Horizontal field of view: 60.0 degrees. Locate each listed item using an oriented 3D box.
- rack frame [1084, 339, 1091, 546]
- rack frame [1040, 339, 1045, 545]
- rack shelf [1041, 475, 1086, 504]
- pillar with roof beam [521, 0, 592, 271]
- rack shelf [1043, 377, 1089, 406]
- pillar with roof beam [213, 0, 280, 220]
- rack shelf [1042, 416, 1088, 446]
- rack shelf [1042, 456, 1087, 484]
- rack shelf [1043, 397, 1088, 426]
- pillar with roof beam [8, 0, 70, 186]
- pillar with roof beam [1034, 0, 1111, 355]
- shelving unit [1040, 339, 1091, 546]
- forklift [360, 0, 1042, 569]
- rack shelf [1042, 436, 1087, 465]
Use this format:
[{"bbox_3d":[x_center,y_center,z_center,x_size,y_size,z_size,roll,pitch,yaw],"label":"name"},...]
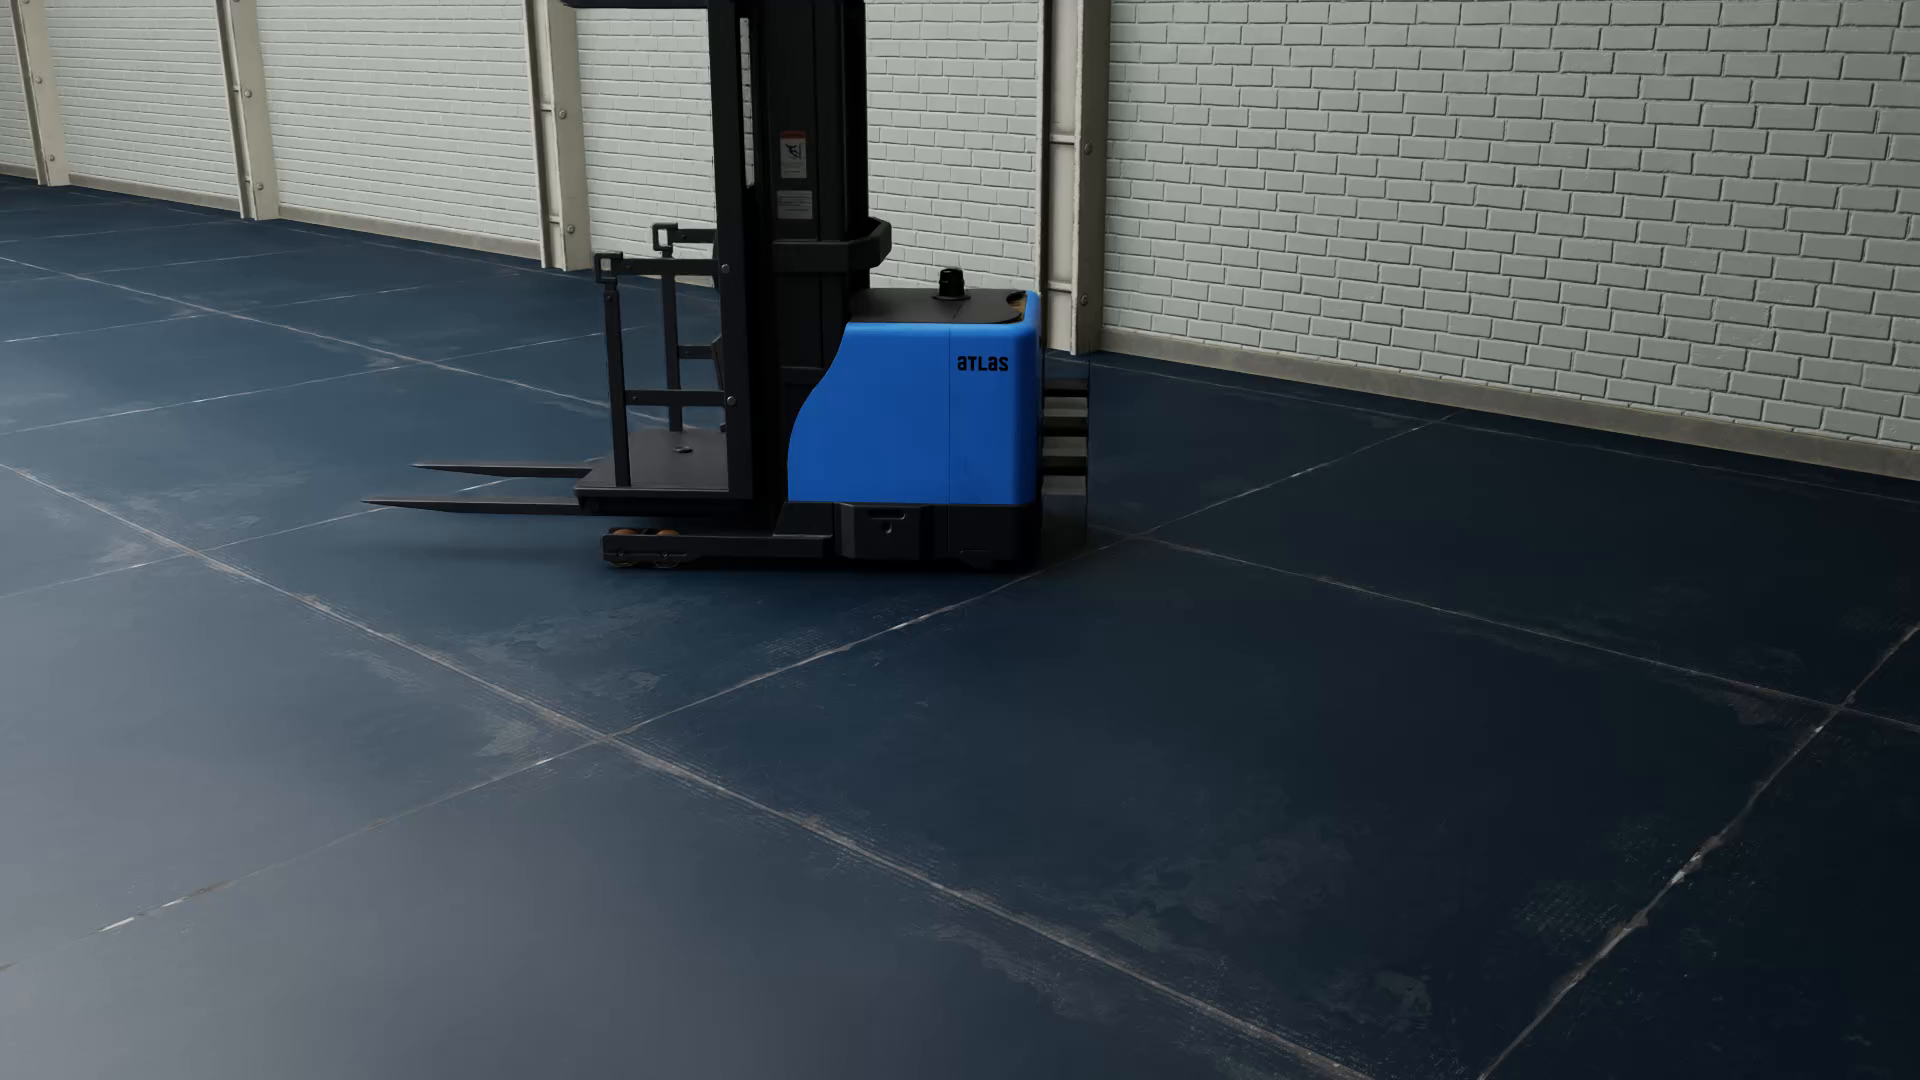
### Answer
[{"bbox_3d":[0.576,-0.439,7.508,0.006,0.900,0.240,1,18,4],"label":"rack frame"},{"bbox_3d":[0.373,-0.443,7.521,0.006,0.900,0.240,1,18,4],"label":"rack frame"},{"bbox_3d":[0.474,-0.238,7.579,0.200,0.077,0.258,1,18,4],"label":"rack shelf"},{"bbox_3d":[-6.574,-5.894,11.307,0.400,9.000,9.100,15,23,39],"label":"pillar with roof beam"},{"bbox_3d":[0.474,-0.667,7.443,0.200,0.077,0.258,1,18,4],"label":"rack shelf"},{"bbox_3d":[-11.061,-7.099,15.103,0.400,9.000,9.100,15,23,39],"label":"pillar with roof beam"},{"bbox_3d":[0.474,-0.495,7.497,0.200,0.077,0.258,1,18,4],"label":"rack shelf"},{"bbox_3d":[0.474,-0.324,7.552,0.200,0.077,0.258,1,18,4],"label":"rack shelf"},{"bbox_3d":[0.474,-0.581,7.470,0.200,0.077,0.258,1,18,4],"label":"rack shelf"},{"bbox_3d":[-15.549,-8.303,18.899,0.400,9.000,9.100,15,23,39],"label":"pillar with roof beam"},{"bbox_3d":[-2.086,-4.689,7.511,0.400,9.000,9.100,15,23,39],"label":"pillar with roof beam"},{"bbox_3d":[0.474,-0.441,7.515,0.210,0.900,0.258,1,18,4],"label":"shelving unit"},{"bbox_3d":[-1.151,-1.430,7.273,3.031,2.935,1.130,1,18,4],"label":"forklift"},{"bbox_3d":[0.474,-0.410,7.525,0.200,0.077,0.258,1,18,4],"label":"rack shelf"}]
